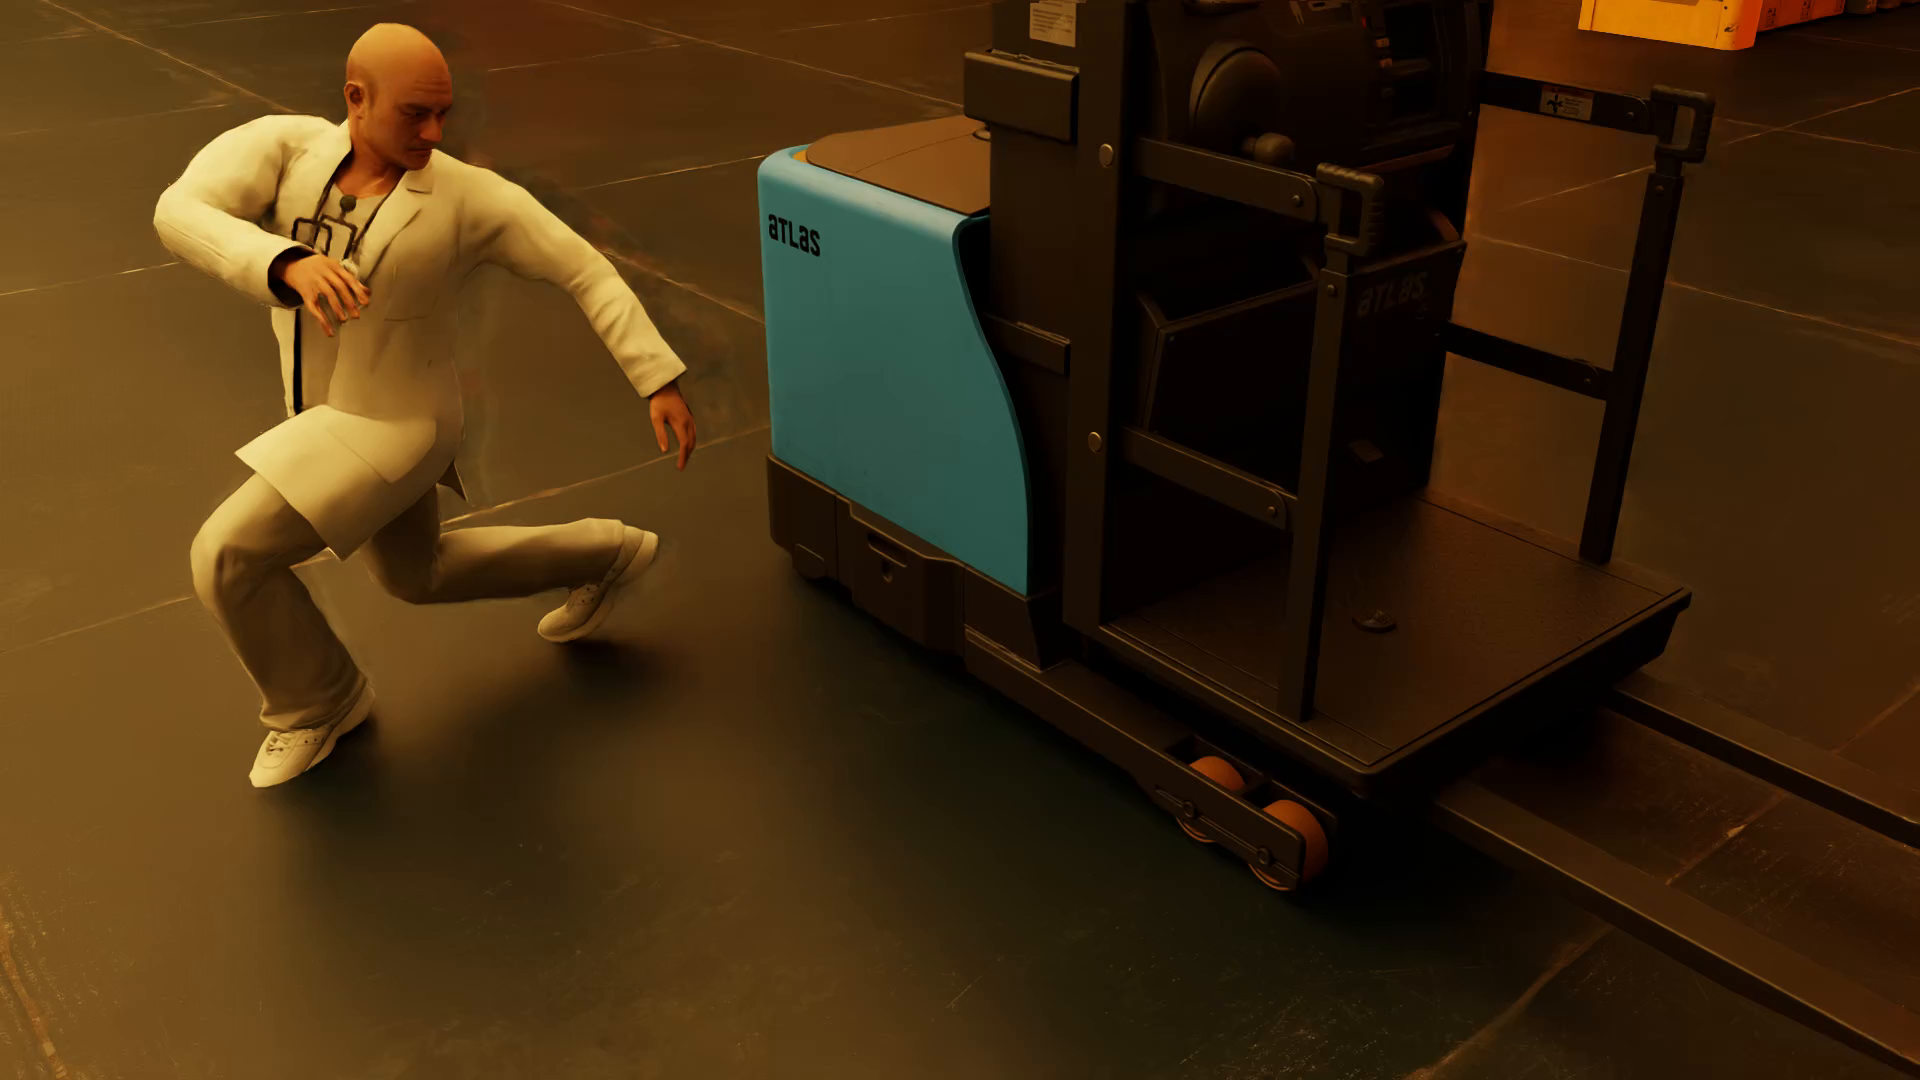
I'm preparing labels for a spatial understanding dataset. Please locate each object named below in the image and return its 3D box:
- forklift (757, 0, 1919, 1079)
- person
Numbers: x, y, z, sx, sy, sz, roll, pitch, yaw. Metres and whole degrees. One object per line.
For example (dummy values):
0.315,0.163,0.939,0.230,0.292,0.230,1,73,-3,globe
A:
0.825,-0.901,3.018,1.130,2.935,3.031,-20,33,-35,forklift
-1.074,-0.260,3.417,0.780,1.544,1.009,20,33,35,person
